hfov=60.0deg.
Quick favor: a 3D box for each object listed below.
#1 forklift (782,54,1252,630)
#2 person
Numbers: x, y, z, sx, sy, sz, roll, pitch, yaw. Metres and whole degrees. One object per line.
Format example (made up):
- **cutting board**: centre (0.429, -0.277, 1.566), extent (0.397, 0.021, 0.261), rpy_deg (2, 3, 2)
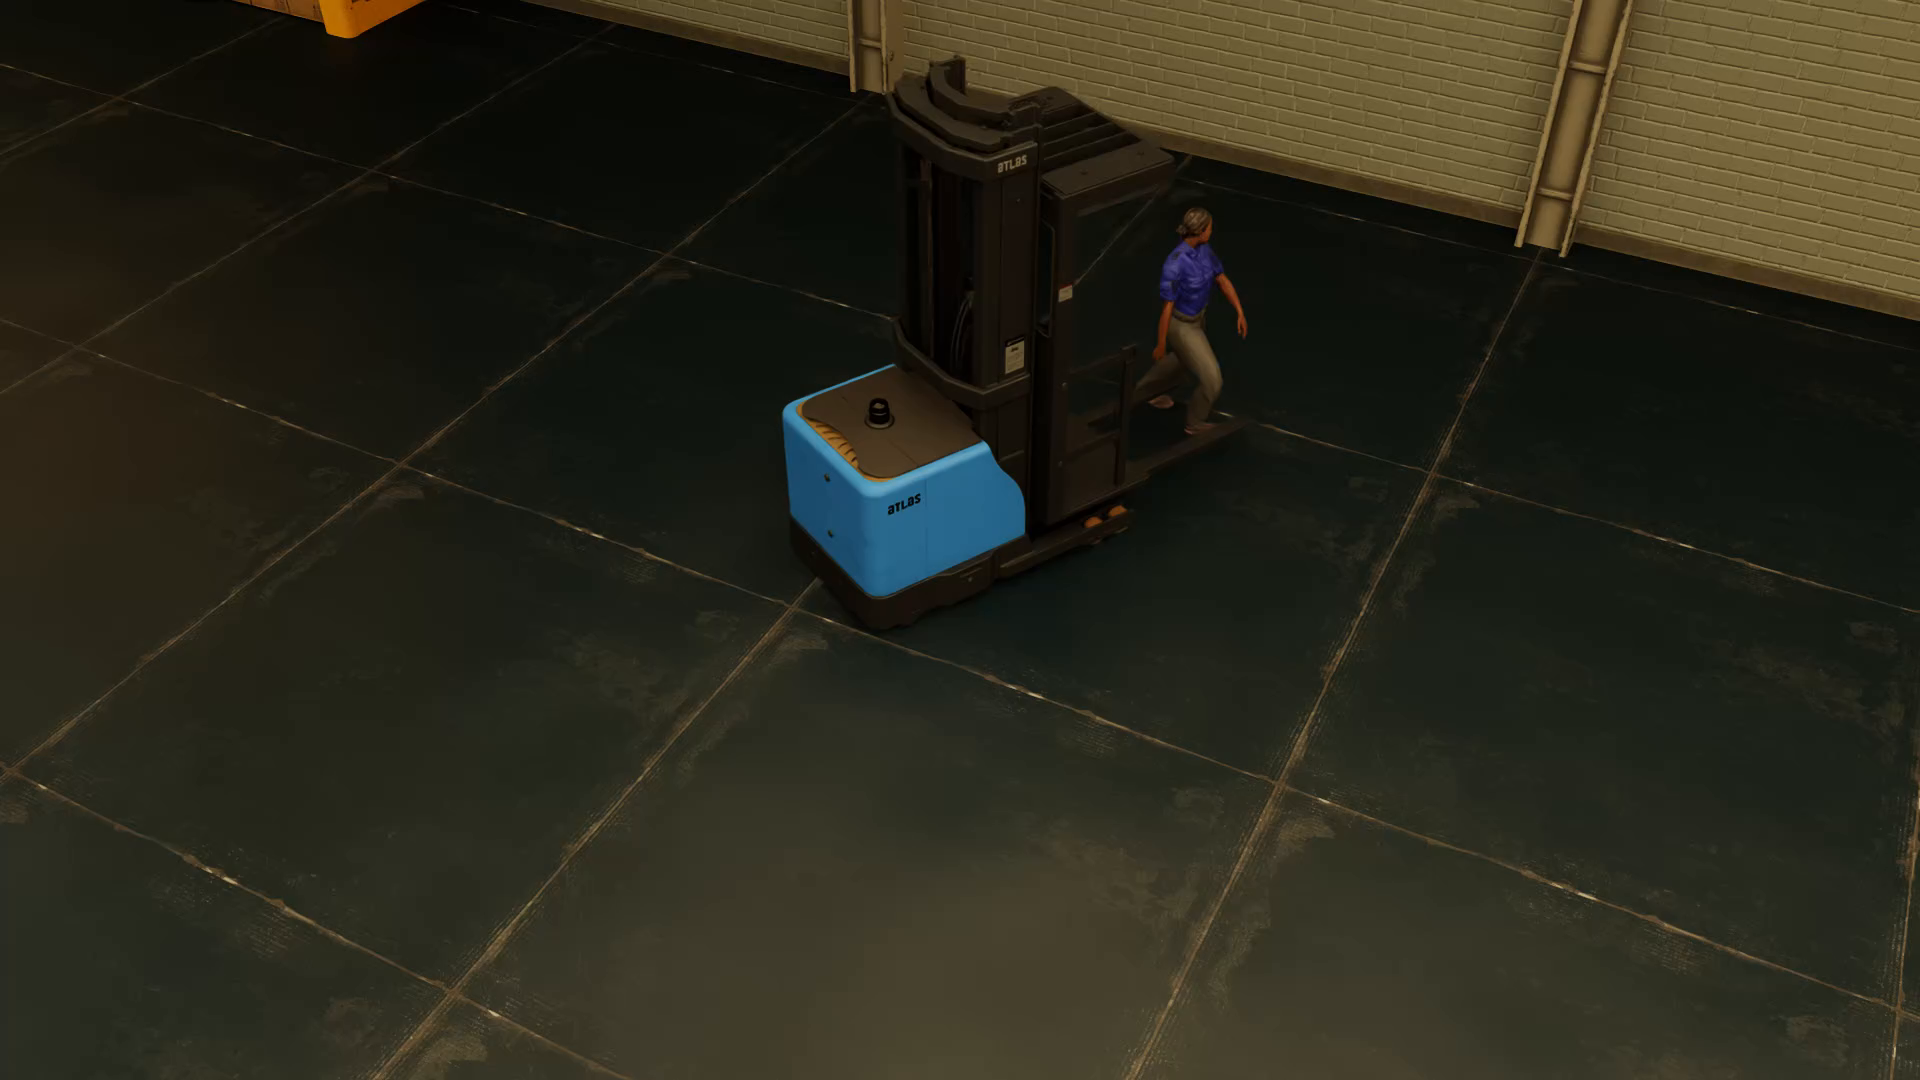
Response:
- **forklift**: centre (0.467, -1.354, 9.594), extent (3.031, 2.935, 1.130), rpy_deg (-24, 46, -26)
- **person**: centre (1.454, -1.360, 10.654), extent (0.774, 1.571, 0.599), rpy_deg (17, 43, 20)
